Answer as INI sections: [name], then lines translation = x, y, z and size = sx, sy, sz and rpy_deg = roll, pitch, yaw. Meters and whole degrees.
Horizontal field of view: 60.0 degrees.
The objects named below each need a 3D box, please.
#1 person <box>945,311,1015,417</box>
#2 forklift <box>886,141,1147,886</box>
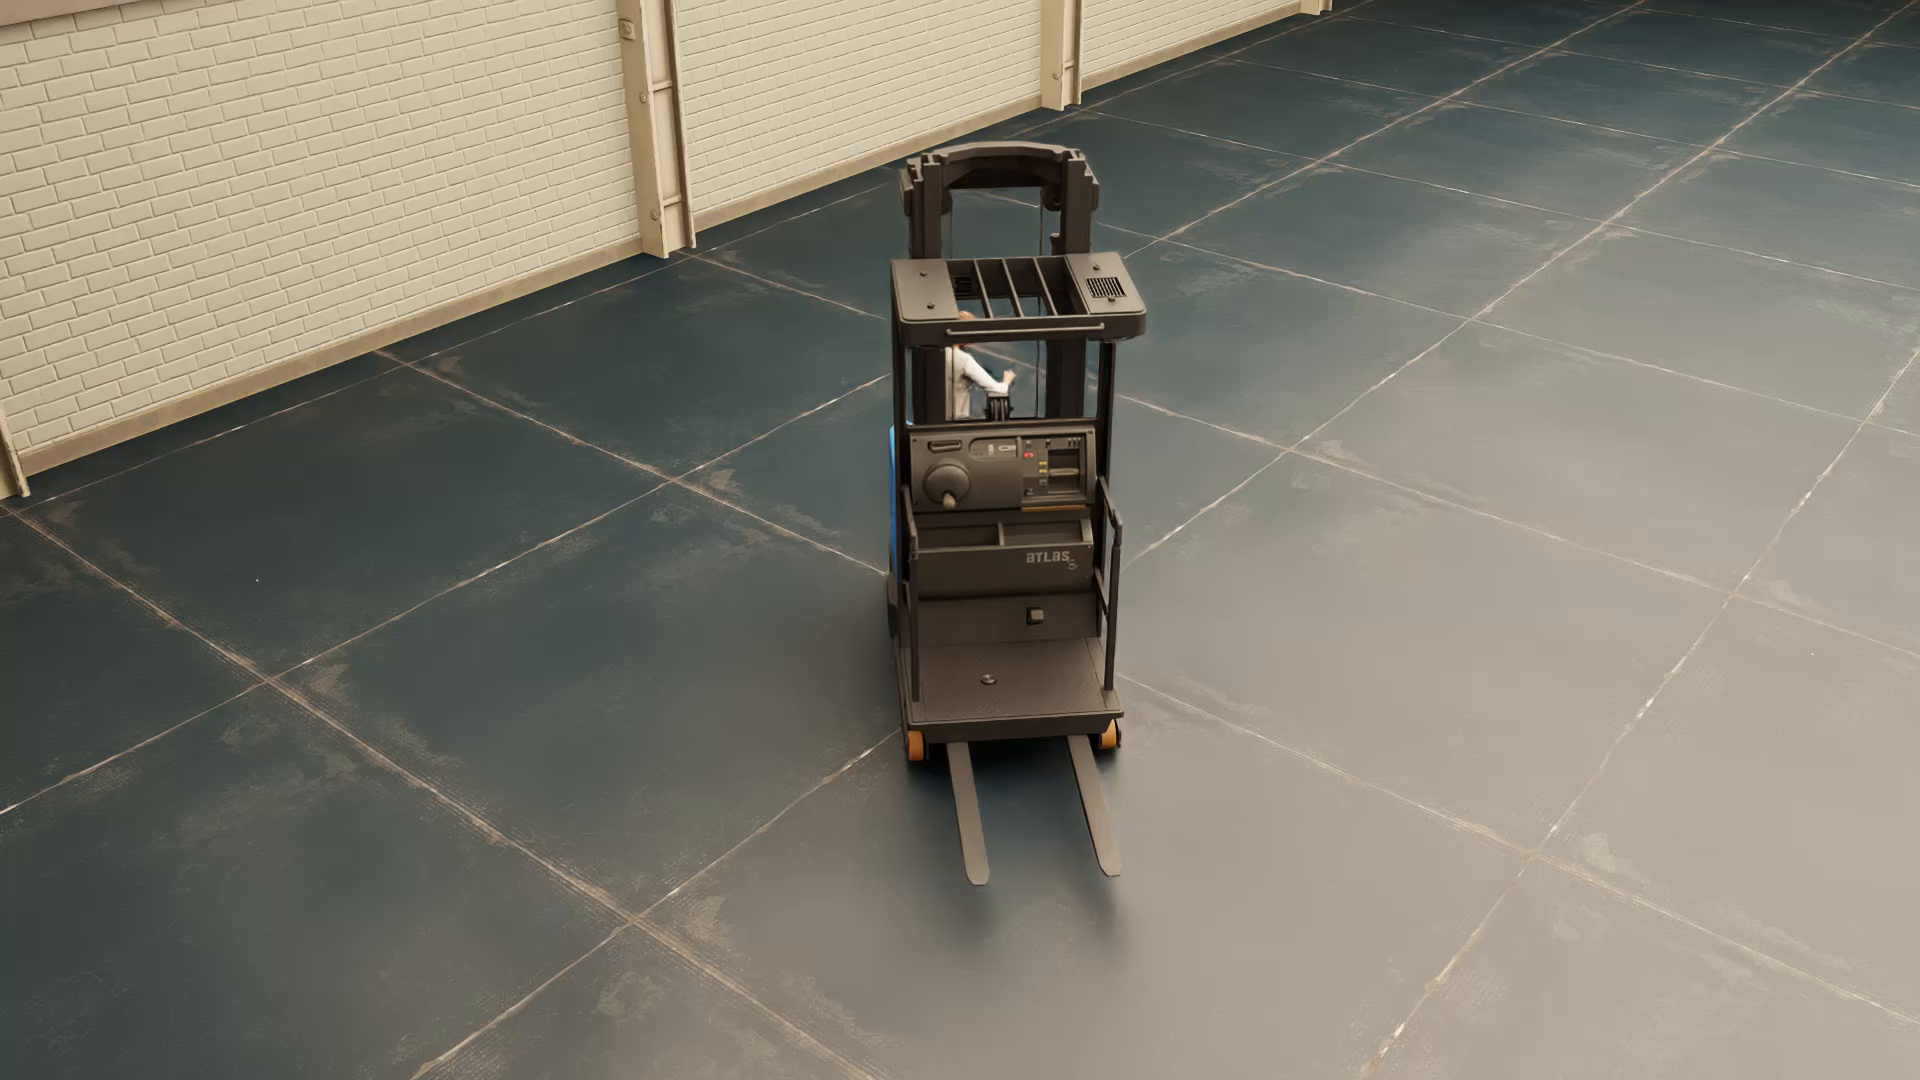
[person]
translation = 0.020, -0.819, 10.544
size = 0.601, 1.368, 1.069
rpy_deg = -26, 39, -37
[forklift]
translation = 0.239, -0.308, 8.122
size = 1.130, 2.935, 3.031
rpy_deg = -3, 30, -5
